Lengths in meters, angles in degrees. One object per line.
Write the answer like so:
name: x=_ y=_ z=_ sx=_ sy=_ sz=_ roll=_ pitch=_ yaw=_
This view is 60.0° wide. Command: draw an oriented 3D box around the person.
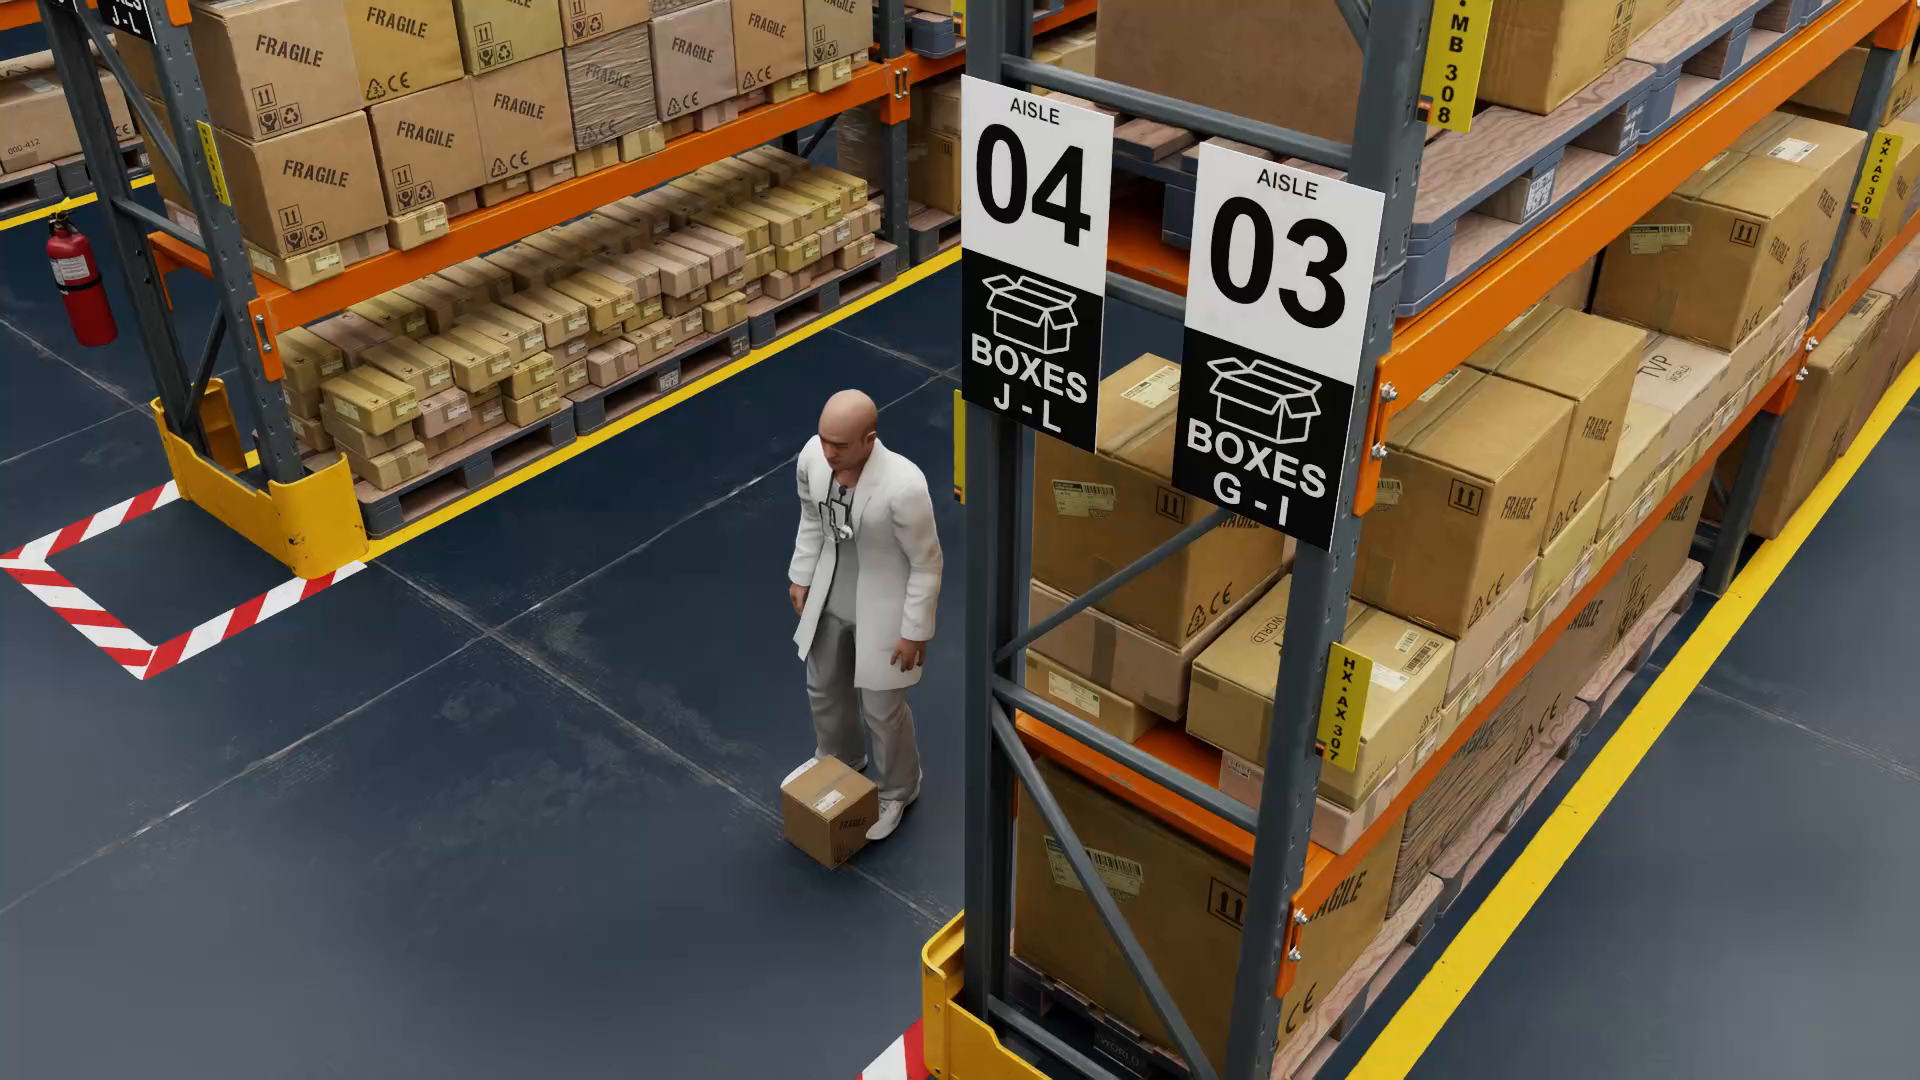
person: x=-0.348 y=0.237 z=5.814 sx=0.640 sy=1.773 sz=0.428 roll=24 pitch=41 yaw=31
